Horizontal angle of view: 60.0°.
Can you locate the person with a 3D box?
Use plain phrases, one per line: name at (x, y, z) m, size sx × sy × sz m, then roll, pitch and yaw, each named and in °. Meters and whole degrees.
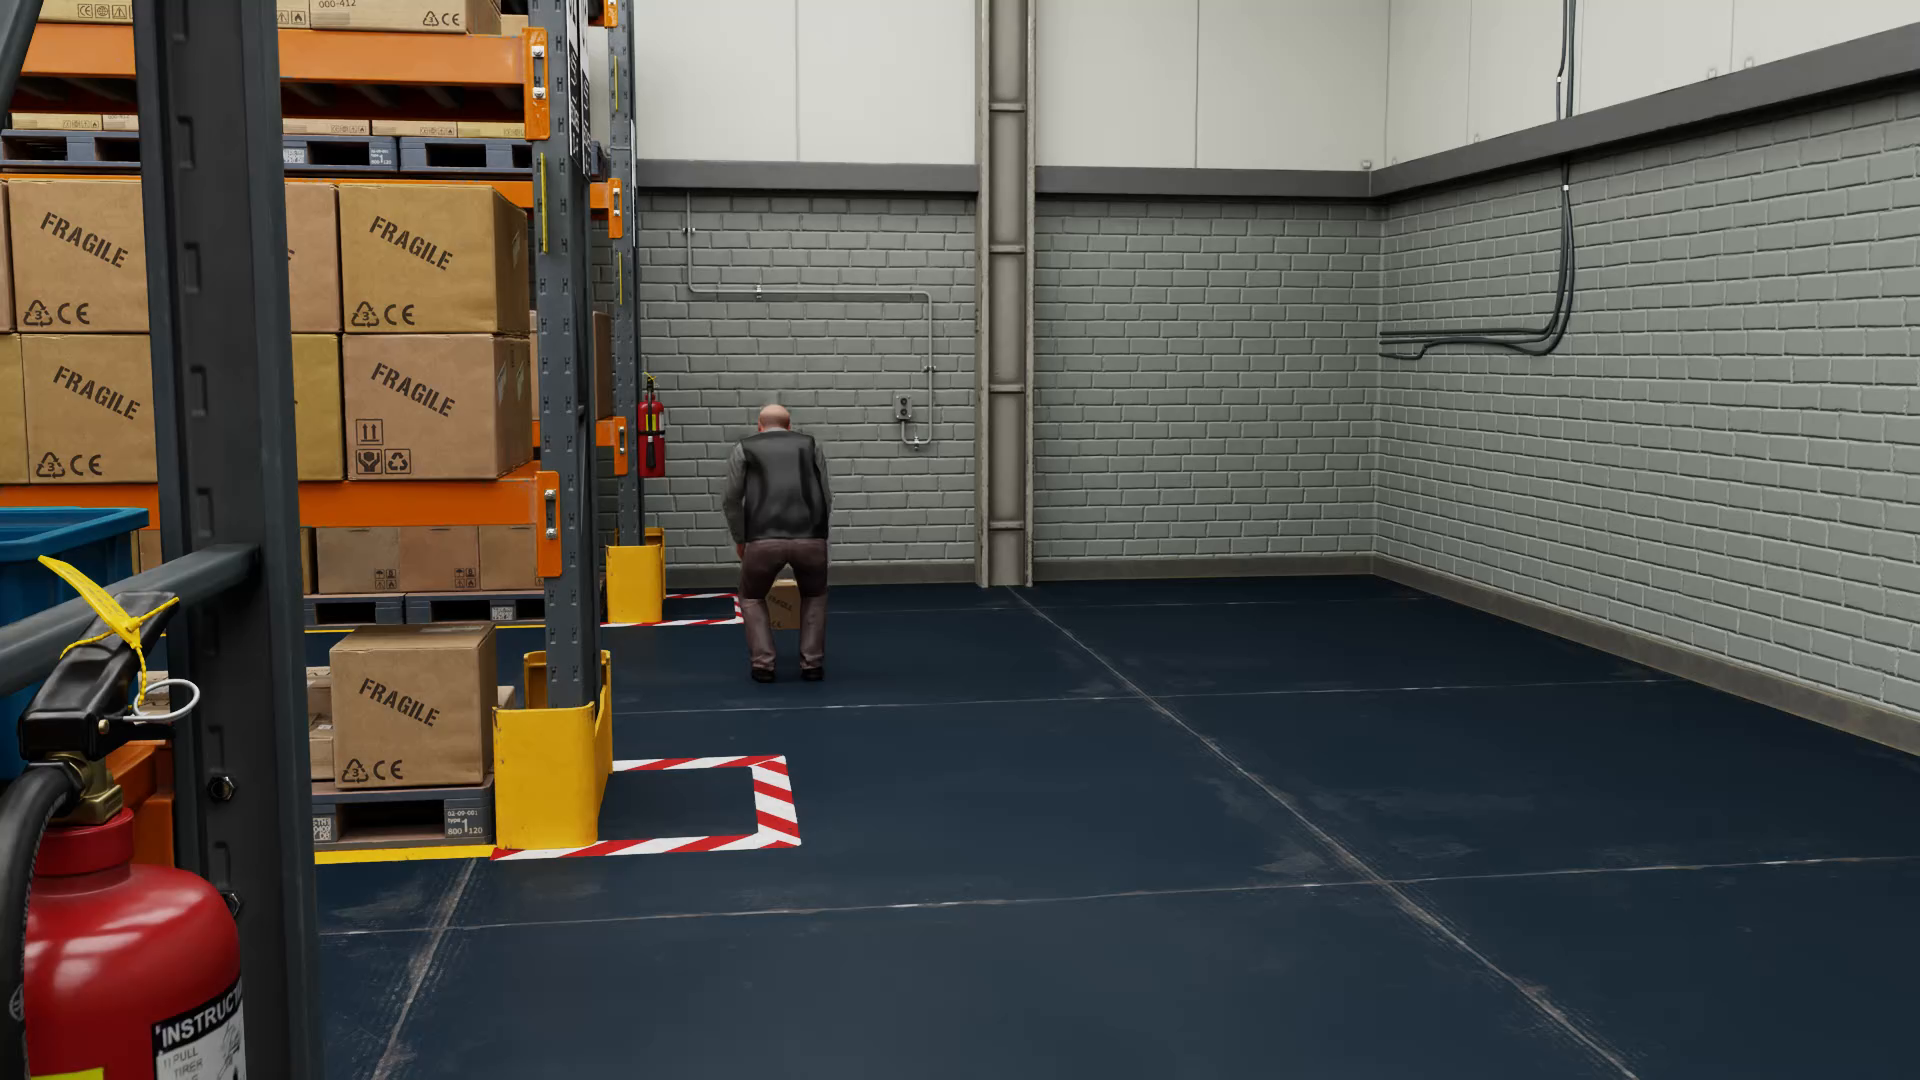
person at (-0.971, 0.014, 8.891) m, size 0.590 × 1.462 × 0.669 m, roll -1°, pitch 7°, yaw -8°
